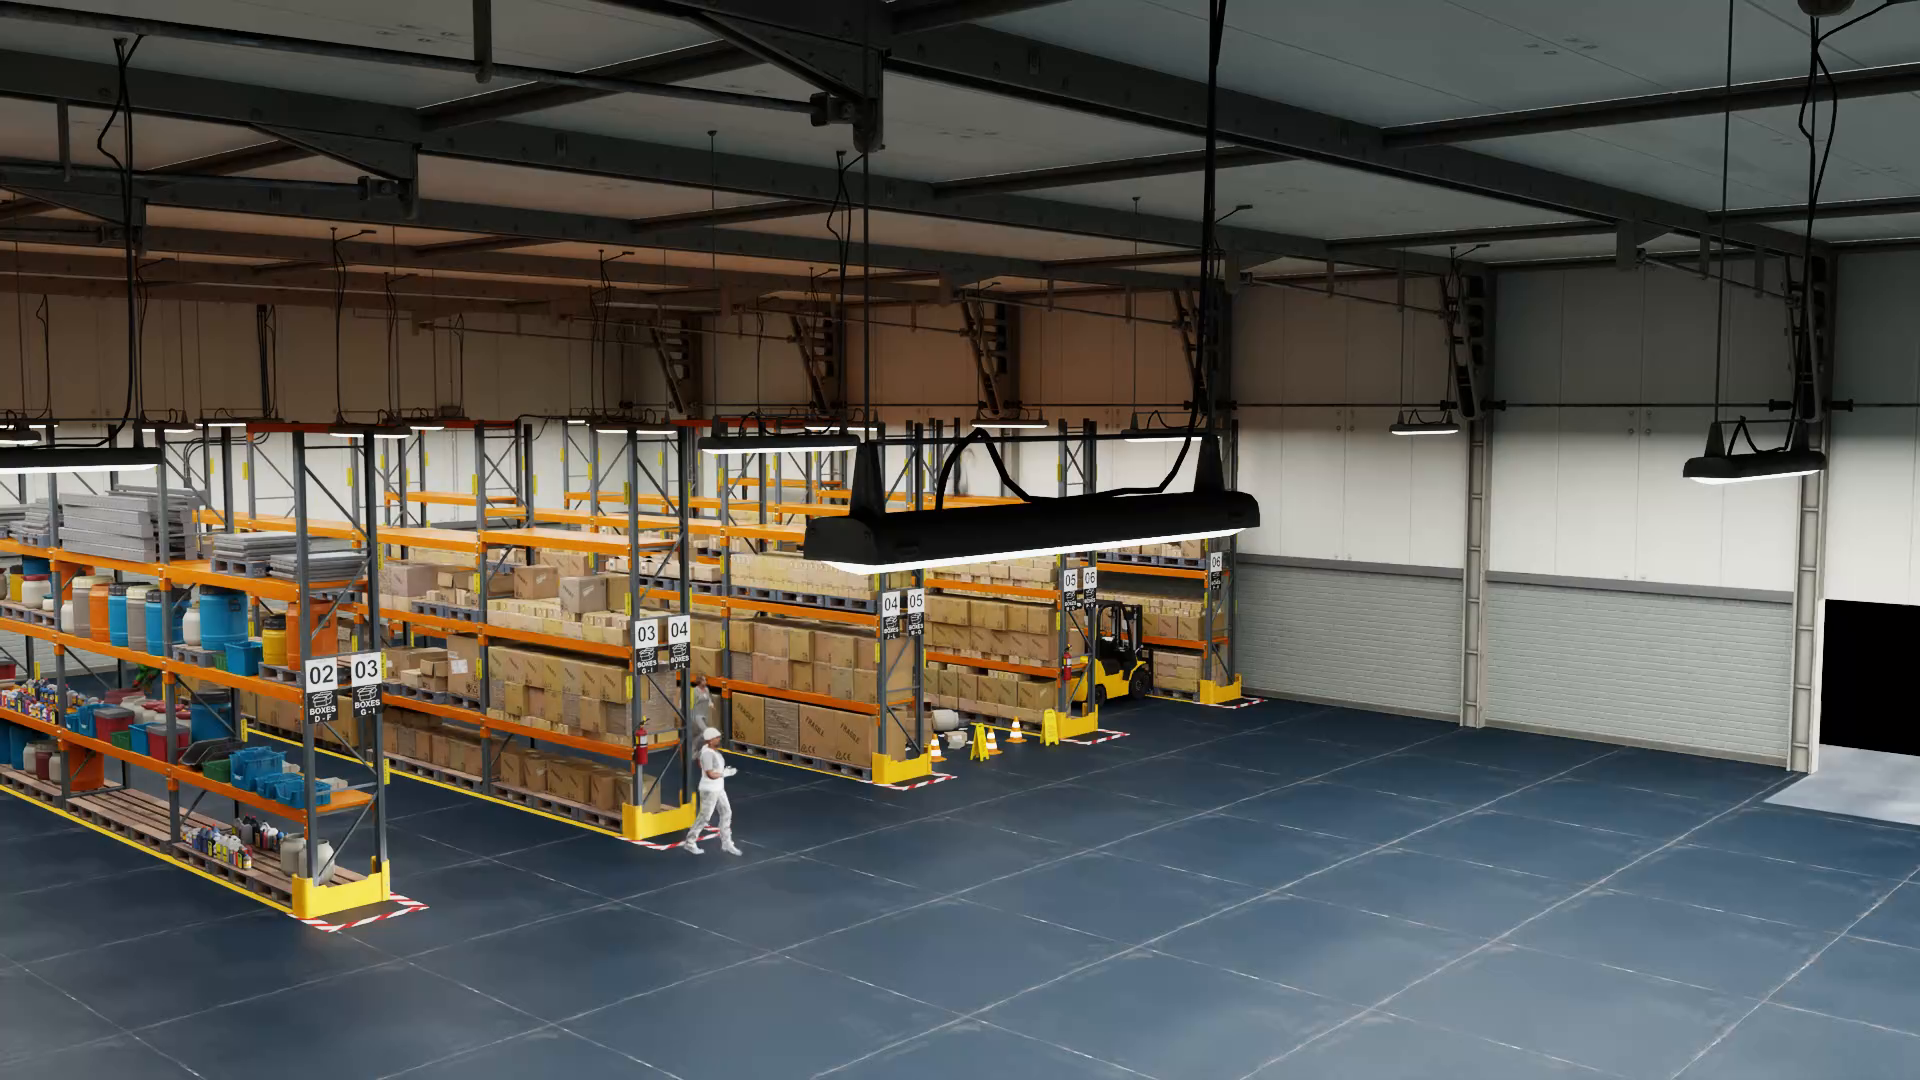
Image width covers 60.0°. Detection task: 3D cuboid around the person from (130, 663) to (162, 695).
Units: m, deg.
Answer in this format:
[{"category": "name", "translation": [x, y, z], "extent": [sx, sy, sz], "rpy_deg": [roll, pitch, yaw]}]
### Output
[{"category": "person", "translation": [-17.673, 2.509, 36.062], "extent": [0.671, 1.759, 0.672], "rpy_deg": [-1, 5, -12]}]

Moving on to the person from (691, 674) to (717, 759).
[{"category": "person", "translation": [-4.582, 3.134, 29.382], "extent": [0.688, 1.552, 0.509], "rpy_deg": [3, 6, 33]}]

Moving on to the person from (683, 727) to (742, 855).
[{"category": "person", "translation": [-3.464, 3.521, 23.247], "extent": [0.810, 1.821, 0.686], "rpy_deg": [0, 5, 2]}]
